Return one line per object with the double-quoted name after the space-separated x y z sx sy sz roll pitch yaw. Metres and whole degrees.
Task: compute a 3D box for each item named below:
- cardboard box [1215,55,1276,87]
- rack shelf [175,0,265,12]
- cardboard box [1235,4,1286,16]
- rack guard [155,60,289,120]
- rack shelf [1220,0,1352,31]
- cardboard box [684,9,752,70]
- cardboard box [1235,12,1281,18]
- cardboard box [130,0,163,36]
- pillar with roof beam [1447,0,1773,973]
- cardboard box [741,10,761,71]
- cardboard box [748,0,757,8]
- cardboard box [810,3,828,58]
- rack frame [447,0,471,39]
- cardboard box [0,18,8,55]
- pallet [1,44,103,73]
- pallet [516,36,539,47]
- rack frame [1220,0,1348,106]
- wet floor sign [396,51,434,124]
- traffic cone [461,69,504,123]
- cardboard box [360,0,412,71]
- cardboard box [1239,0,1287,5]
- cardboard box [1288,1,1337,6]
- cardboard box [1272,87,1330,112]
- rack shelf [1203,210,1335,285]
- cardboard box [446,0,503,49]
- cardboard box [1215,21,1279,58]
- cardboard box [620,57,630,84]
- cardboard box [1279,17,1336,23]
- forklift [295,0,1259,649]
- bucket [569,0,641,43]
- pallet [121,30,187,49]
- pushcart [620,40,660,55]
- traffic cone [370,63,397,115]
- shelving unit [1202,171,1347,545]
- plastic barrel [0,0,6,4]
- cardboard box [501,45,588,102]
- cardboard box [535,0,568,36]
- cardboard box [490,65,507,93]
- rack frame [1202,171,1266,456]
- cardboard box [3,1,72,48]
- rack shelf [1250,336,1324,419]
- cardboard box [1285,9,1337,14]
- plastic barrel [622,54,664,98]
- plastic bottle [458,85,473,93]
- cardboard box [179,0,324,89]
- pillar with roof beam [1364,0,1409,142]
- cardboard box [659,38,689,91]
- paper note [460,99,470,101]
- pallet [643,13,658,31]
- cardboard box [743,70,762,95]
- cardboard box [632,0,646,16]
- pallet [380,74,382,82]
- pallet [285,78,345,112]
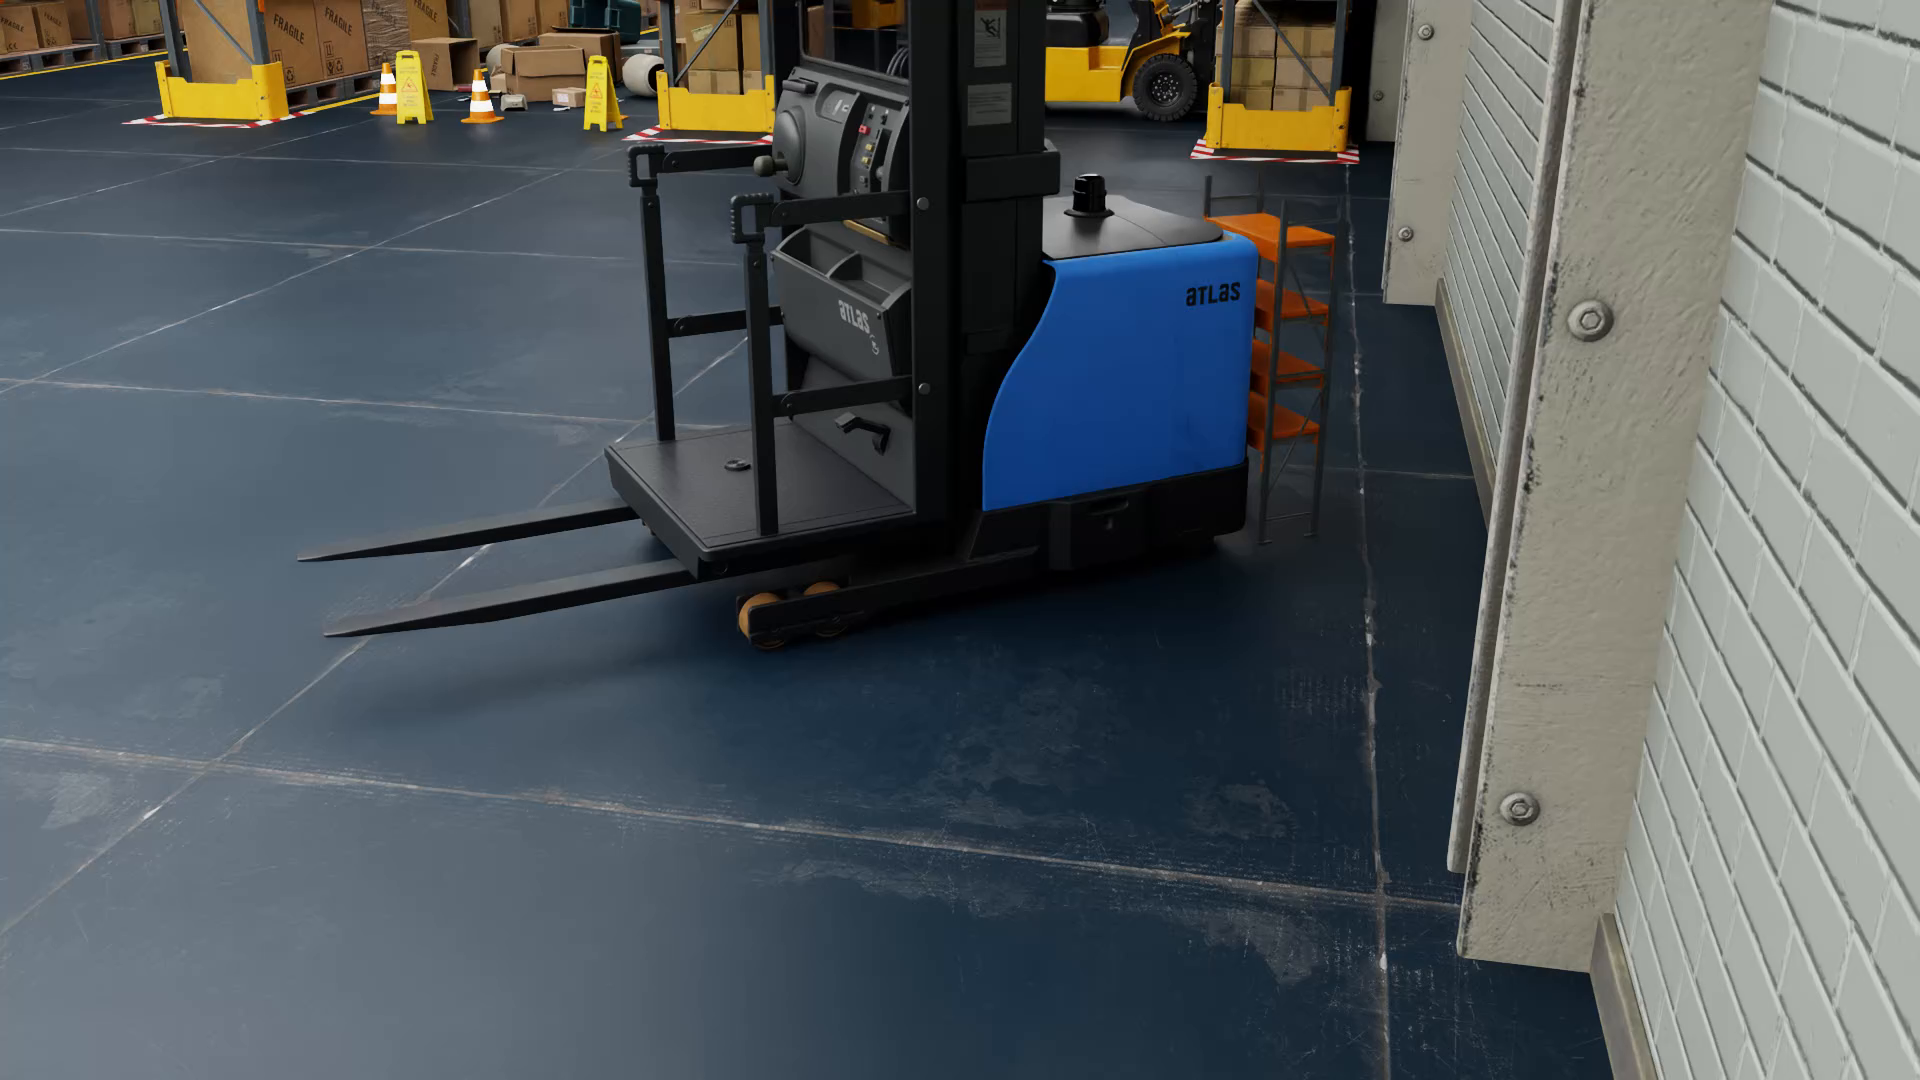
2.490 -4.104 14.477 0.500 0.250 0.500 4 22 10 "cardboard box"
-6.622 -5.866 17.366 1.077 0.370 4.000 4 22 11 "rack shelf"
2.903 -5.075 16.219 0.500 0.250 0.500 5 23 13 "cardboard box"
-7.035 -4.300 15.861 1.175 0.500 0.348 4 22 11 "rack guard"
3.105 -5.148 15.585 1.077 0.370 4.000 4 22 11 "rack shelf"
-2.255 -4.708 15.642 0.500 0.500 0.500 5 22 11 "cardboard box"
2.677 -4.698 15.285 0.500 0.250 0.500 5 22 12 "cardboard box"
-10.786 -6.786 21.446 0.700 0.500 0.500 4 22 11 "cardboard box"
-2.942 -3.659 2.893 9.100 9.000 0.400 4 22 11 "pillar with roof beam"
-1.724 -4.678 15.567 0.500 0.500 0.500 4 22 9 "cardboard box"
-2.191 -5.240 16.095 0.380 0.149 0.250 5 22 12 "cardboard box"
-1.511 -5.052 16.497 0.500 0.500 0.500 5 22 12 "cardboard box"
-6.213 -6.931 19.048 1.000 3.000 0.127 4 22 11 "rack frame"
-11.328 -5.795 19.011 0.500 0.500 0.500 2 22 6 "cardboard box"
-11.151 -5.804 19.983 1.003 0.211 1.213 4 22 11 "pallet"
-5.883 -6.373 21.395 1.003 0.211 1.213 4 22 11 "pallet"
2.697 -4.751 13.634 1.000 3.000 0.127 4 22 11 "rack frame"
-5.097 -4.214 15.454 0.267 0.644 0.232 1 22 2 "wet floor sign"
-4.494 -4.167 15.580 0.336 0.463 0.334 4 22 11 "traffic cone"
-6.590 -5.586 17.989 0.875 0.875 0.875 5 22 11 "cardboard box"
3.107 -5.444 17.135 0.500 0.250 0.500 4 22 10 "cardboard box"
3.513 -5.216 16.568 0.500 0.250 0.500 4 22 10 "cardboard box"
2.989 -3.835 14.478 0.500 0.250 0.500 5 22 11 "cardboard box"
1.059 -1.007 5.696 0.258 0.148 0.480 -9 24 -21 "rack shelf"
-6.175 -6.316 19.970 1.050 0.750 0.750 4 22 11 "cardboard box"
2.486 -4.326 14.360 0.500 0.250 0.500 5 23 13 "cardboard box"
-3.614 -5.188 18.380 0.258 0.266 0.396 -11 25 -26 "cardboard box"
3.079 -4.478 14.738 0.500 0.250 0.500 4 22 11 "cardboard box"
-0.558 -1.254 5.044 3.031 2.935 1.130 -11 24 -25 "forklift"
-3.984 -5.892 18.815 0.726 0.611 0.620 13 15 29 "bucket"
-10.644 -6.785 22.418 1.003 0.211 1.213 4 22 11 "pallet"
-3.589 -5.530 19.079 1.648 0.377 0.936 -3 22 -8 "pushcart"
-5.531 -4.377 16.103 0.336 0.463 0.334 4 22 11 "traffic cone"
1.059 -0.643 5.843 0.258 1.200 0.503 -9 24 -21 "shelving unit"
-14.998 -8.555 25.423 0.600 0.830 0.708 4 22 11 "plastic barrel"
-4.283 -4.805 17.111 0.797 0.503 0.637 -11 25 -26 "cardboard box"
-5.785 -7.009 21.691 1.050 0.750 0.750 5 22 12 "cardboard box"
-4.761 -4.894 17.649 0.396 0.266 0.258 8 23 20 "cardboard box"
0.966 -0.727 6.052 0.240 1.200 0.015 -9 24 -21 "rack frame"
-11.169 -6.238 20.111 0.500 0.500 0.500 4 22 9 "cardboard box"
1.059 -0.580 5.868 0.258 0.148 0.480 -9 24 -21 "rack shelf"
3.302 -4.847 15.654 0.500 0.250 0.500 4 22 10 "cardboard box"
-3.224 -4.803 17.214 0.421 0.421 0.512 -16 27 -35 "plastic barrel"
-5.188 -4.801 17.692 0.283 0.061 0.133 -3 22 -8 "plastic bottle"
-6.956 -4.930 16.362 0.875 0.875 0.875 5 22 11 "cardboard box"
-0.493 -8.048 13.790 9.100 9.000 0.400 4 22 11 "pillar with roof beam"
-2.898 -5.144 17.954 0.500 0.500 0.500 -16 27 -35 "cardboard box"
-5.056 -4.519 17.035 0.144 0.017 0.142 13 25 29 "paper note"
-4.985 -7.831 25.015 1.003 0.211 1.213 4 22 11 "pallet"
-1.728 -4.321 15.686 0.500 0.250 0.500 4 22 10 "cardboard box"
-4.904 -7.853 24.120 0.500 0.500 0.500 5 22 12 "cardboard box"
-6.445 -5.365 18.893 1.003 0.211 1.213 4 22 11 "pallet"
-6.943 -4.473 16.677 1.003 0.211 1.213 4 22 11 "pallet"
